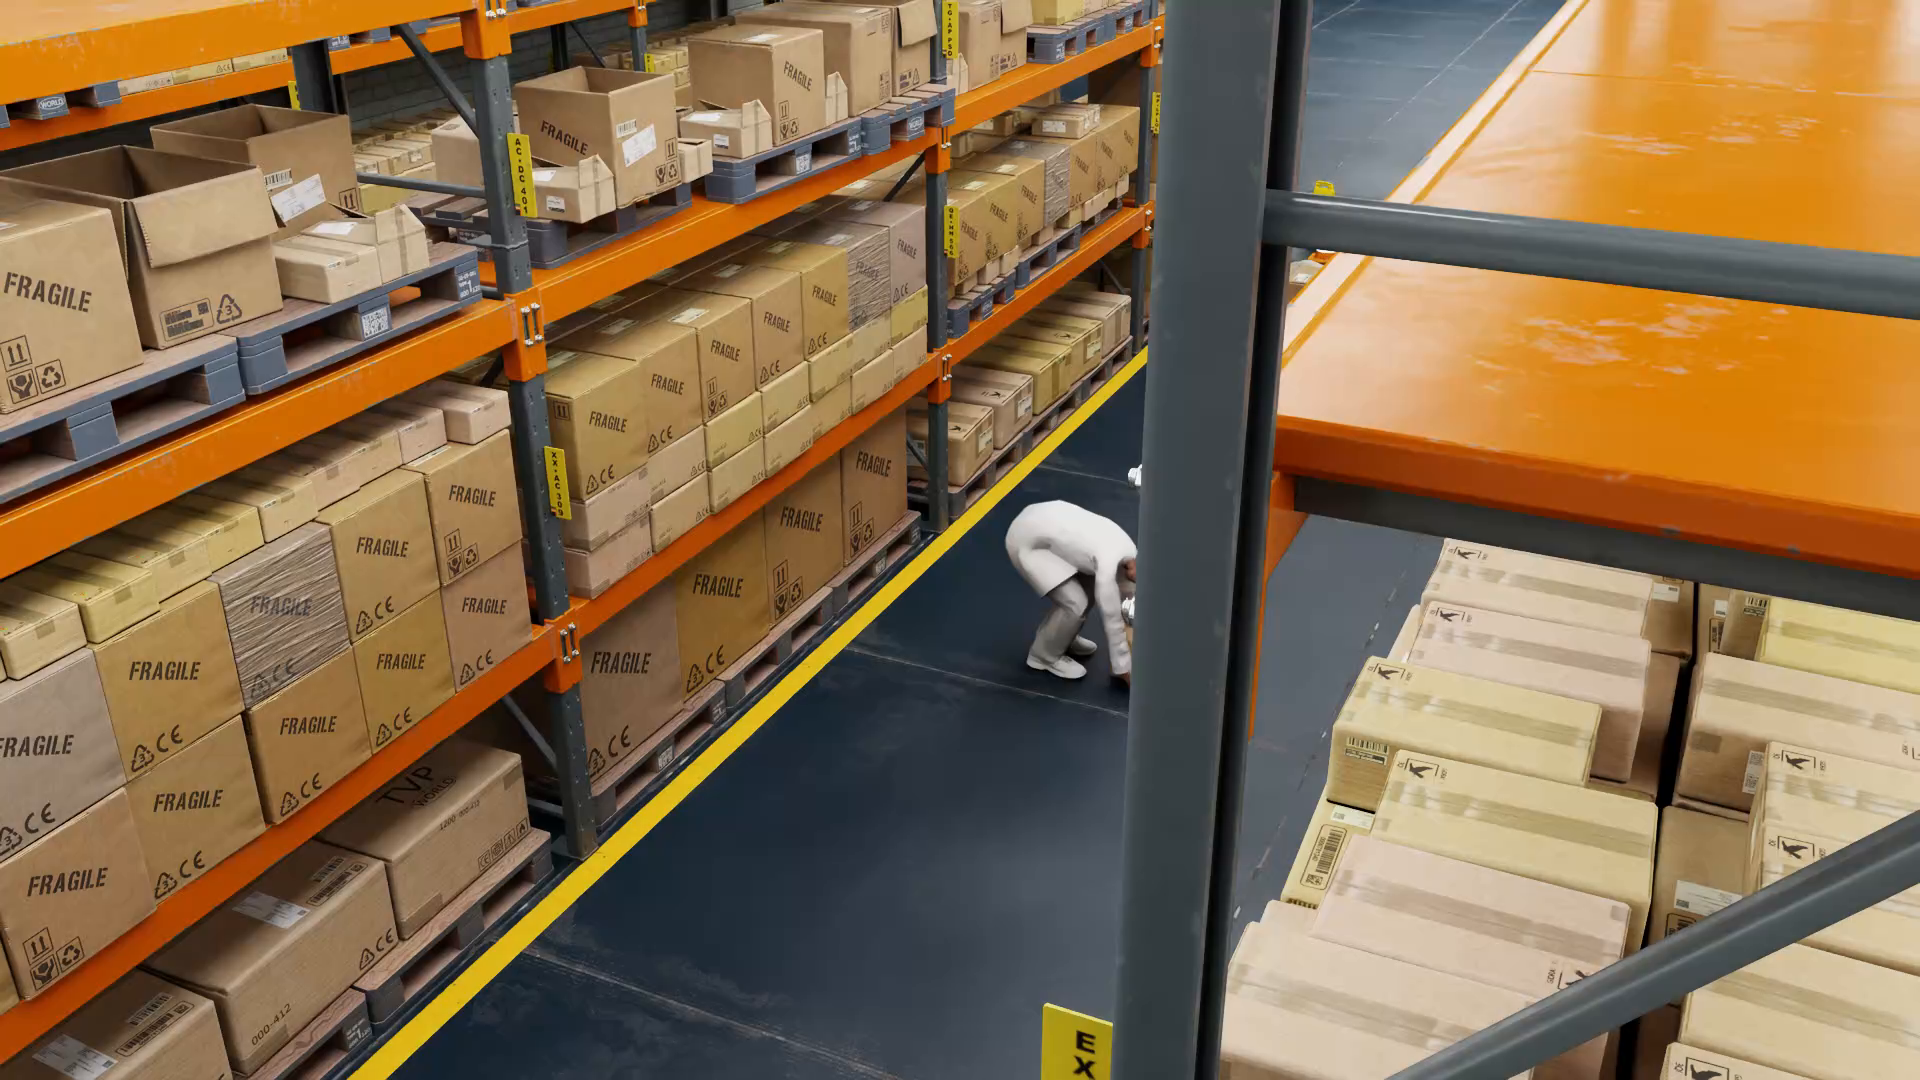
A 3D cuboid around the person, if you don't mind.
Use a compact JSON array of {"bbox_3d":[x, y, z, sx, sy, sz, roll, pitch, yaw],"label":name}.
[{"bbox_3d":[0.717,0.281,9.441,0.943,0.995,0.588,10,27,19],"label":"person"}]
